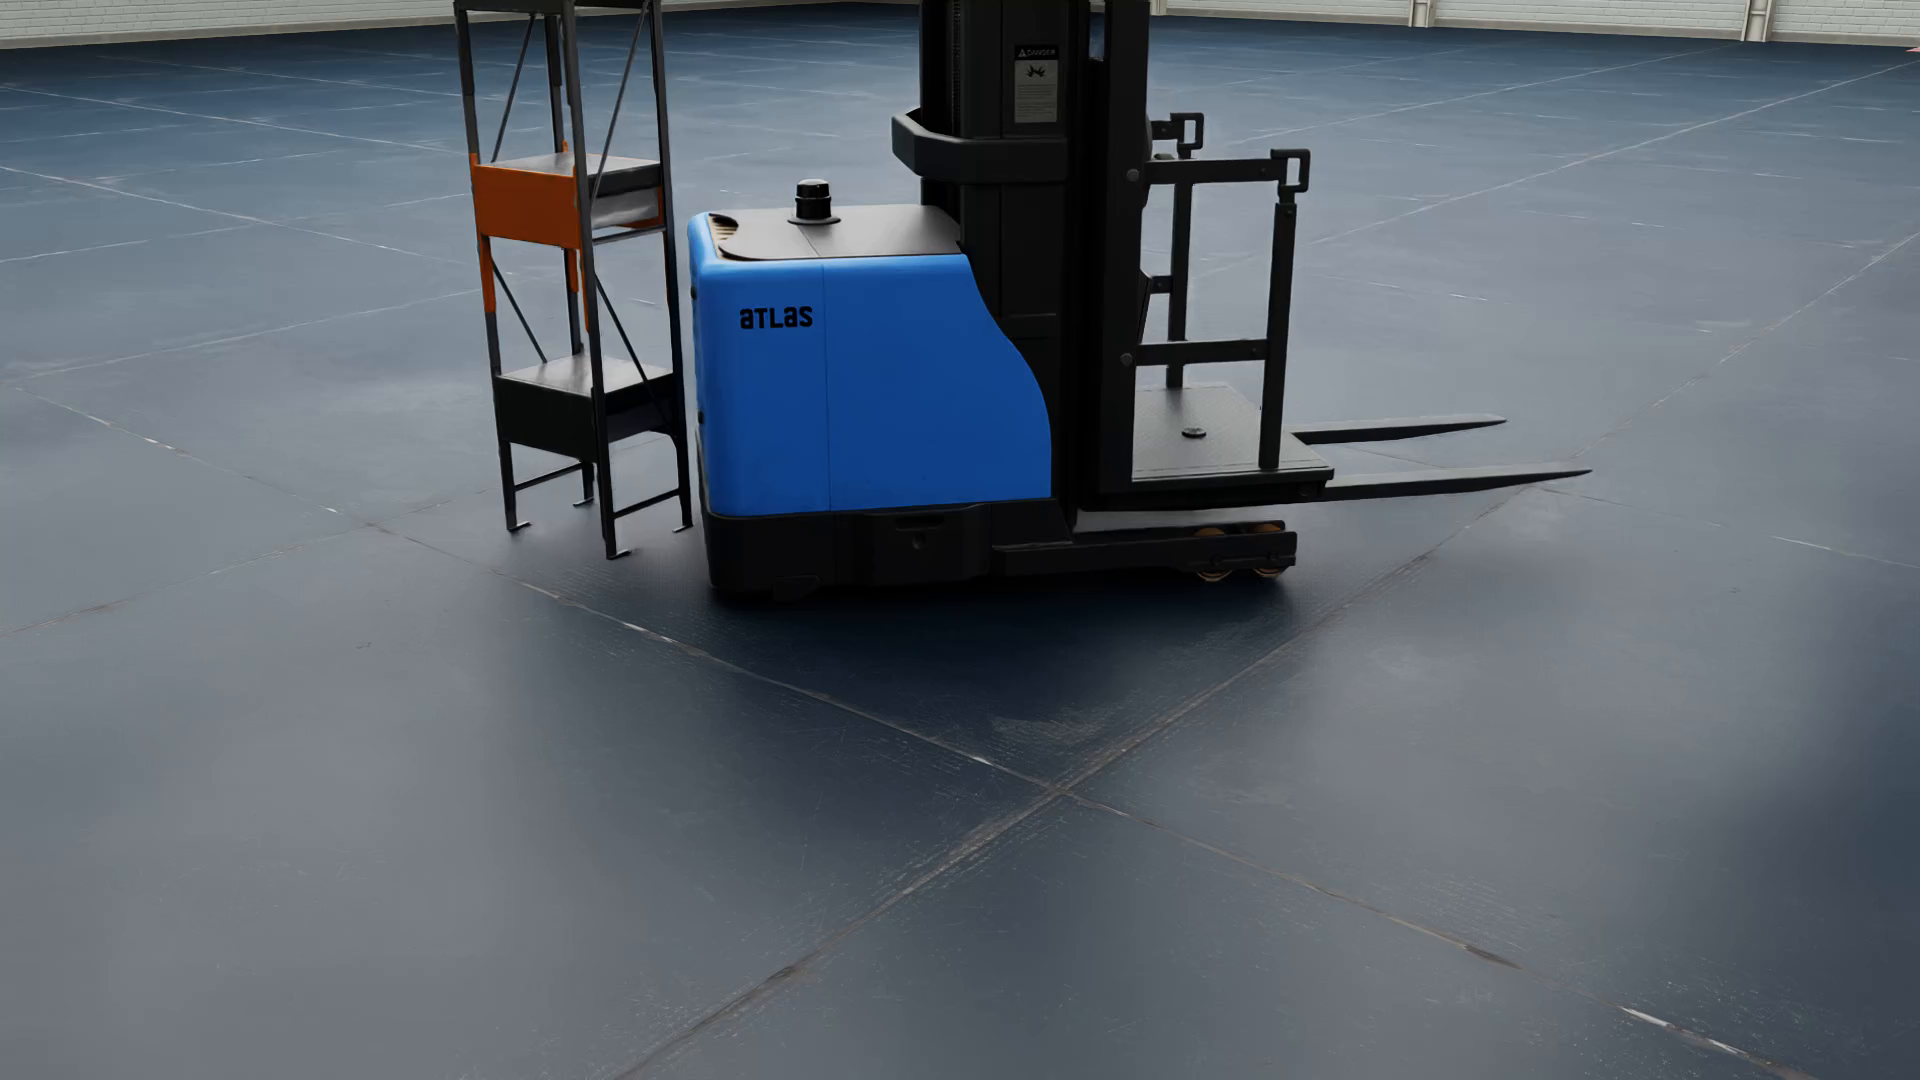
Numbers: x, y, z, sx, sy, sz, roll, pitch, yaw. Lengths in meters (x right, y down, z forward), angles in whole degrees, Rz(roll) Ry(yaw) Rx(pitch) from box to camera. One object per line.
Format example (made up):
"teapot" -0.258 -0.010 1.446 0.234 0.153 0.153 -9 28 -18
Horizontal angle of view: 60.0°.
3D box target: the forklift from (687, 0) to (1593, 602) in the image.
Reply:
"forklift" 0.633 -1.419 5.334 3.031 2.935 1.130 -4 21 -10

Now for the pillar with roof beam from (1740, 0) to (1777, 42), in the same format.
"pillar with roof beam" 10.701 -11.460 23.360 0.400 9.000 9.100 16 26 36

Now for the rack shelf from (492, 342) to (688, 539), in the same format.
"rack shelf" -1.260 -0.353 5.707 0.480 0.518 0.431 14 25 32

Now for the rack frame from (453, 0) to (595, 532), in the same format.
"rack frame" -1.462 -1.070 5.585 0.015 2.100 0.400 14 25 32

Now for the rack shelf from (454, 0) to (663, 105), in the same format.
"rack shelf" -1.260 -1.663 5.213 0.480 0.518 0.431 14 25 32

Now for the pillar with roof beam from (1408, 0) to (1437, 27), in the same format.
"pillar with roof beam" 6.053 -12.799 26.910 0.400 9.000 9.100 16 26 36

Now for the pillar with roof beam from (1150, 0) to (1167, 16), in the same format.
"pillar with roof beam" 1.404 -14.137 30.460 0.400 9.000 9.100 16 26 36

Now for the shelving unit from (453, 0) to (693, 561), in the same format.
"shelving unit" -1.260 -1.021 5.456 0.503 2.100 0.431 14 25 32

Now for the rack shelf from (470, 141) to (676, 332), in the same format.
"rack shelf" -1.260 -1.008 5.460 0.480 0.518 0.431 14 25 32

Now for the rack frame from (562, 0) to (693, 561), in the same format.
"rack frame" -1.059 -0.972 5.326 0.015 2.100 0.400 14 25 32
